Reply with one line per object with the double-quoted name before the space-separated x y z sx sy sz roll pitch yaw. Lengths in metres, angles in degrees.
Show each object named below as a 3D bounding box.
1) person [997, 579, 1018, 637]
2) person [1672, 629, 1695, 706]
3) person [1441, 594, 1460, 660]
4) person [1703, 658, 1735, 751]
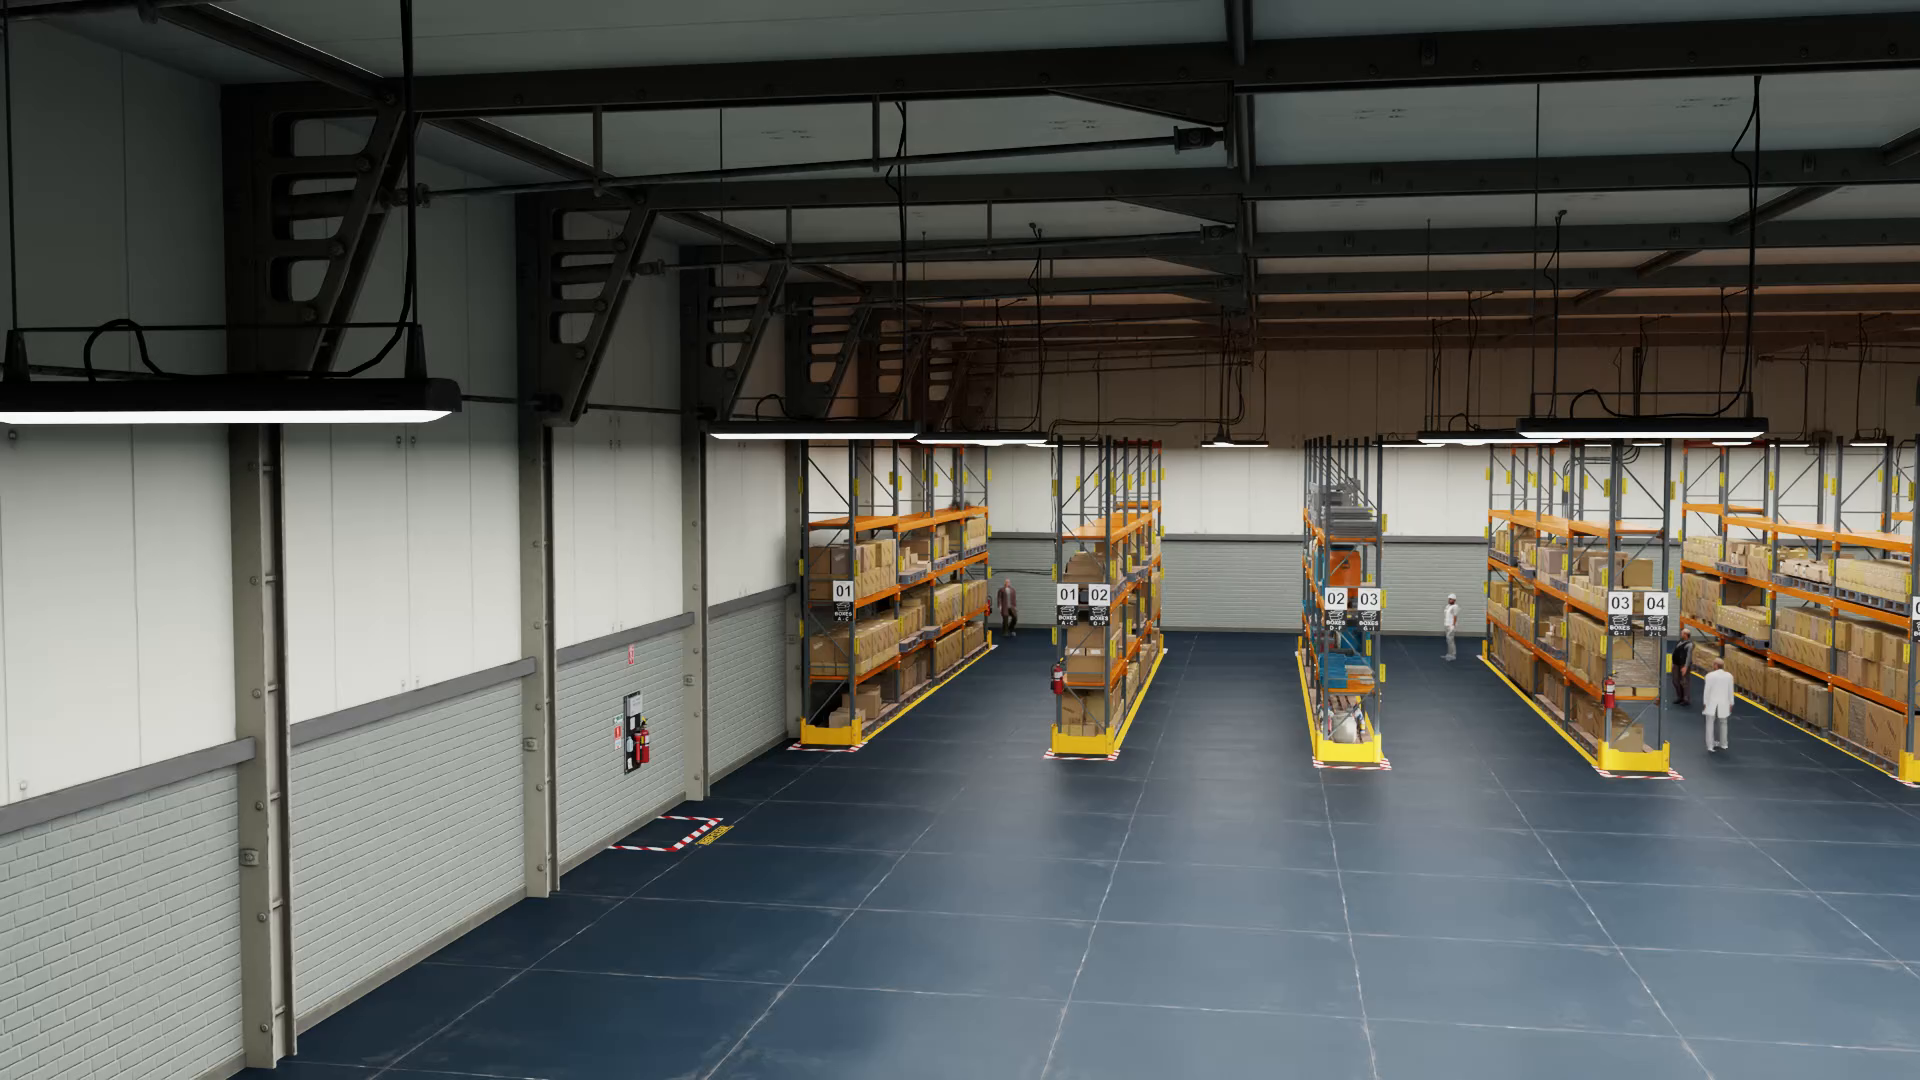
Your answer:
"person" 1.456 2.075 50.809 0.651 1.774 0.507 -1 3 -24
"person" 16.243 2.854 37.424 0.410 1.736 0.617 -1 3 -14
"person" 13.411 2.382 45.517 0.464 1.818 0.609 1 3 11
"person" 14.481 3.121 31.765 0.571 1.776 0.658 1 3 19
